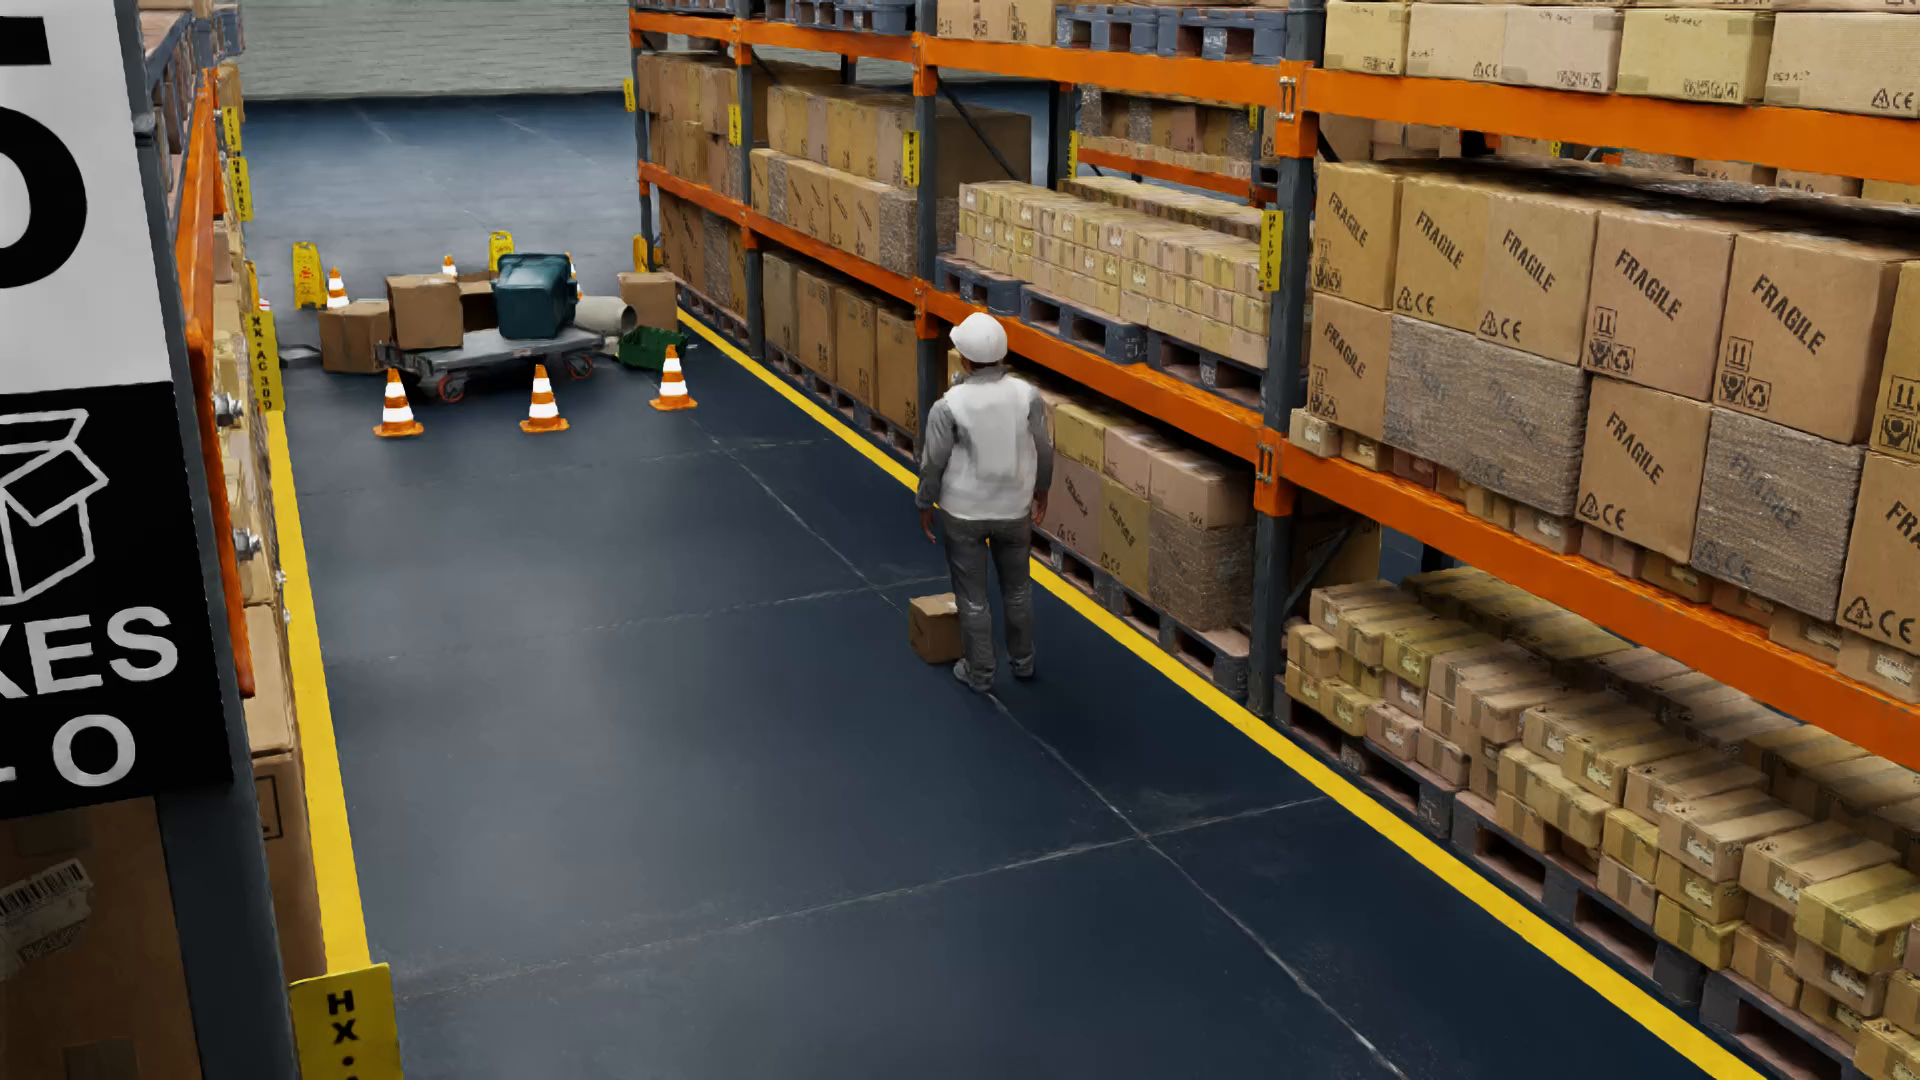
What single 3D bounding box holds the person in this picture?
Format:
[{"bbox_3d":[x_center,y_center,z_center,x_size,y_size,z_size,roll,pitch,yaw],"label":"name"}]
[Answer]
[{"bbox_3d":[0.101,-0.175,7.515,0.635,1.768,0.568,-5,19,-14],"label":"person"}]
